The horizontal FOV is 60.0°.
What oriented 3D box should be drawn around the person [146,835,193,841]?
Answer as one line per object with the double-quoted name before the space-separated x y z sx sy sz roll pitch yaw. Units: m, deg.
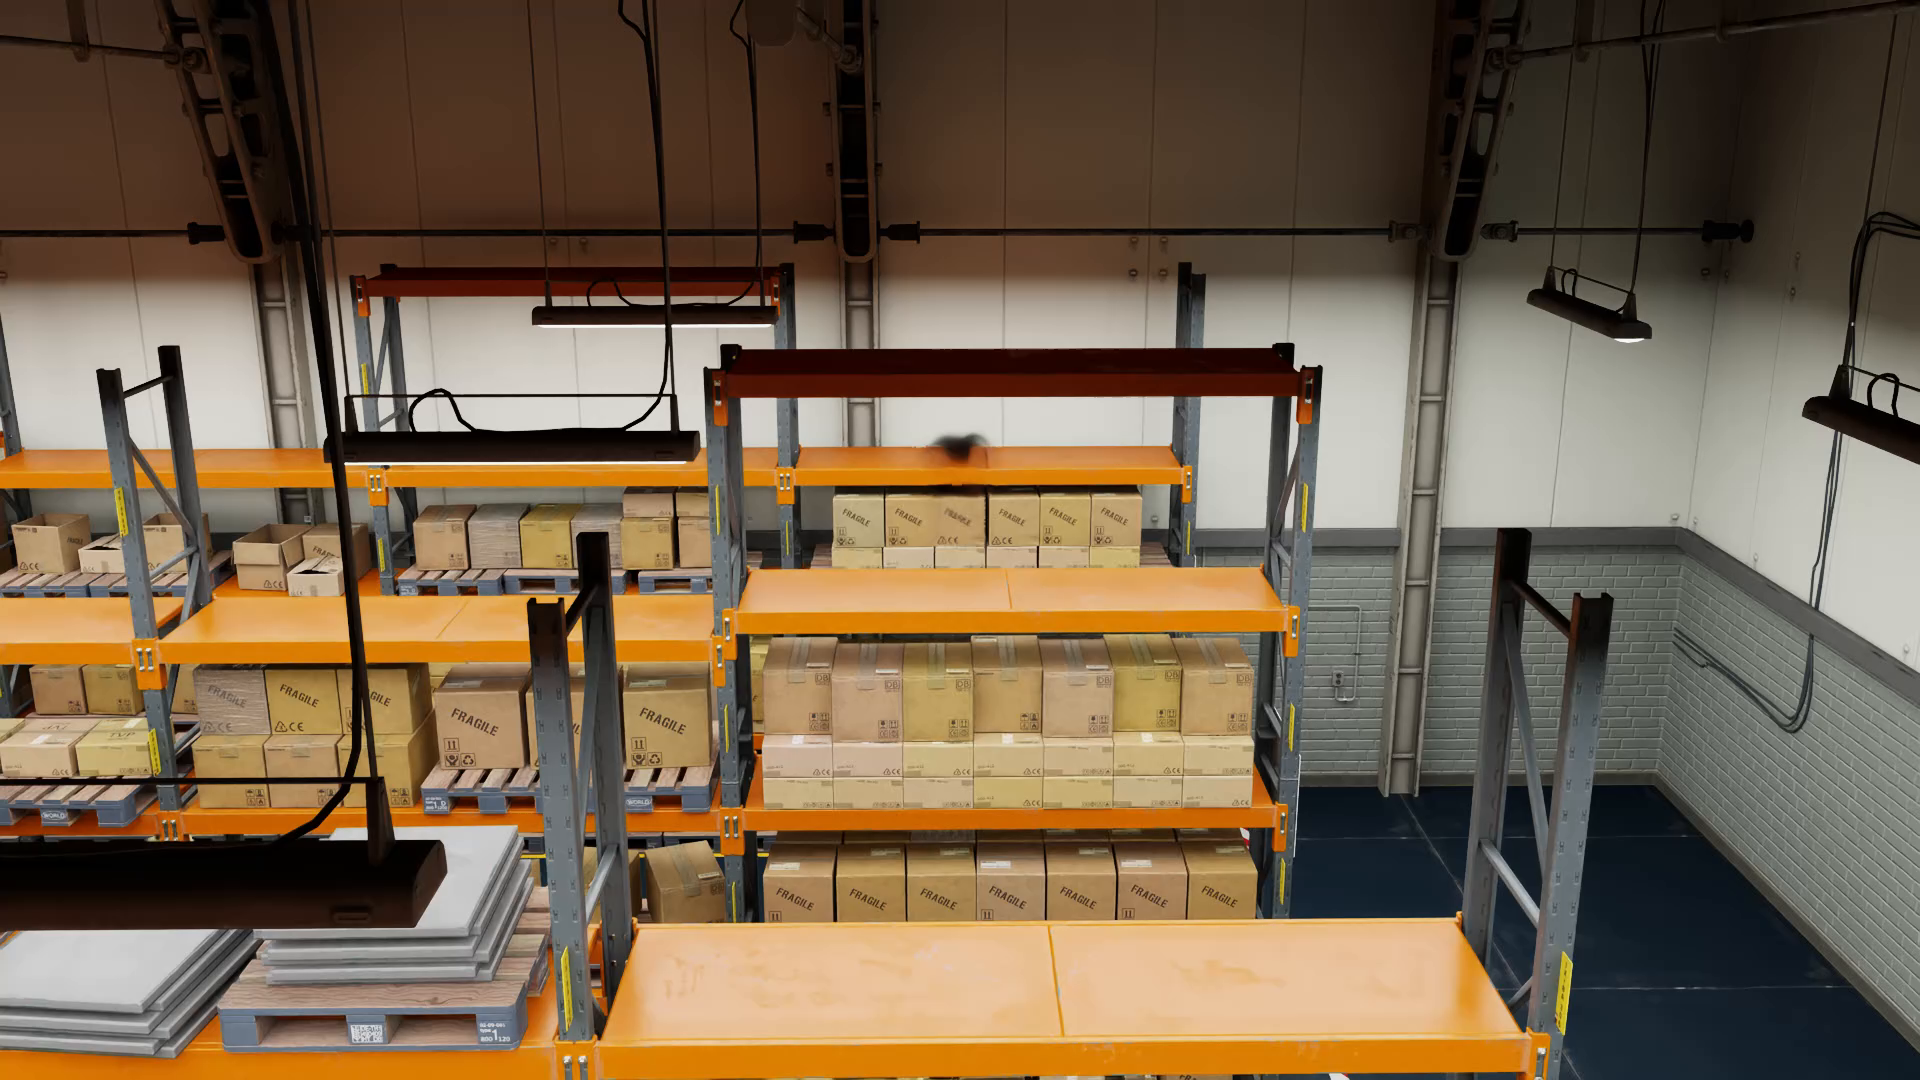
"person" -6.962 3.119 14.832 0.493 1.678 0.404 -2 16 -7
